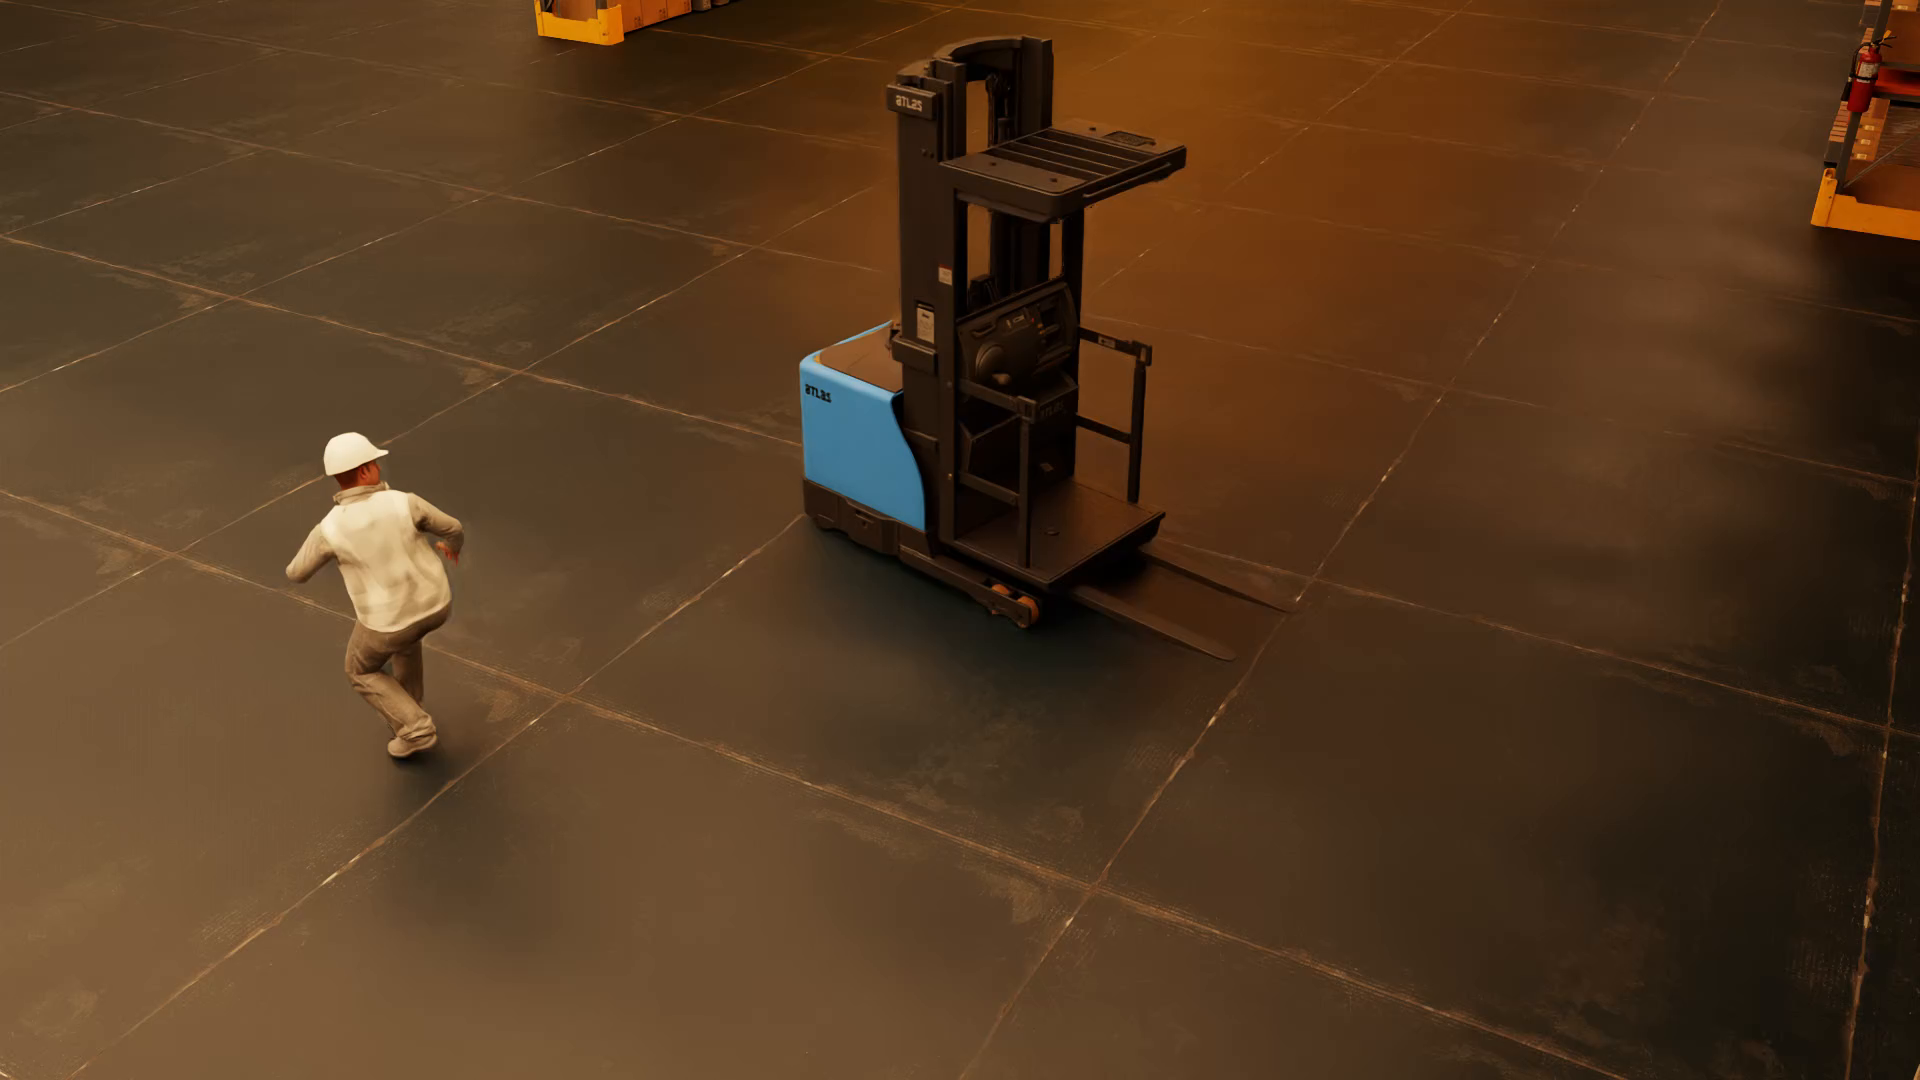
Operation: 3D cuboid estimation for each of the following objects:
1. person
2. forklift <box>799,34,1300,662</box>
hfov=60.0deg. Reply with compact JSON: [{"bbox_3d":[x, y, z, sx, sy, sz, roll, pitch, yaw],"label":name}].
[{"bbox_3d":[-2.762,0.225,7.951,0.817,1.660,0.752,-26,39,-37],"label":"person"},{"bbox_3d":[0.477,-1.086,8.952,3.031,2.935,1.130,24,38,35],"label":"forklift"}]
